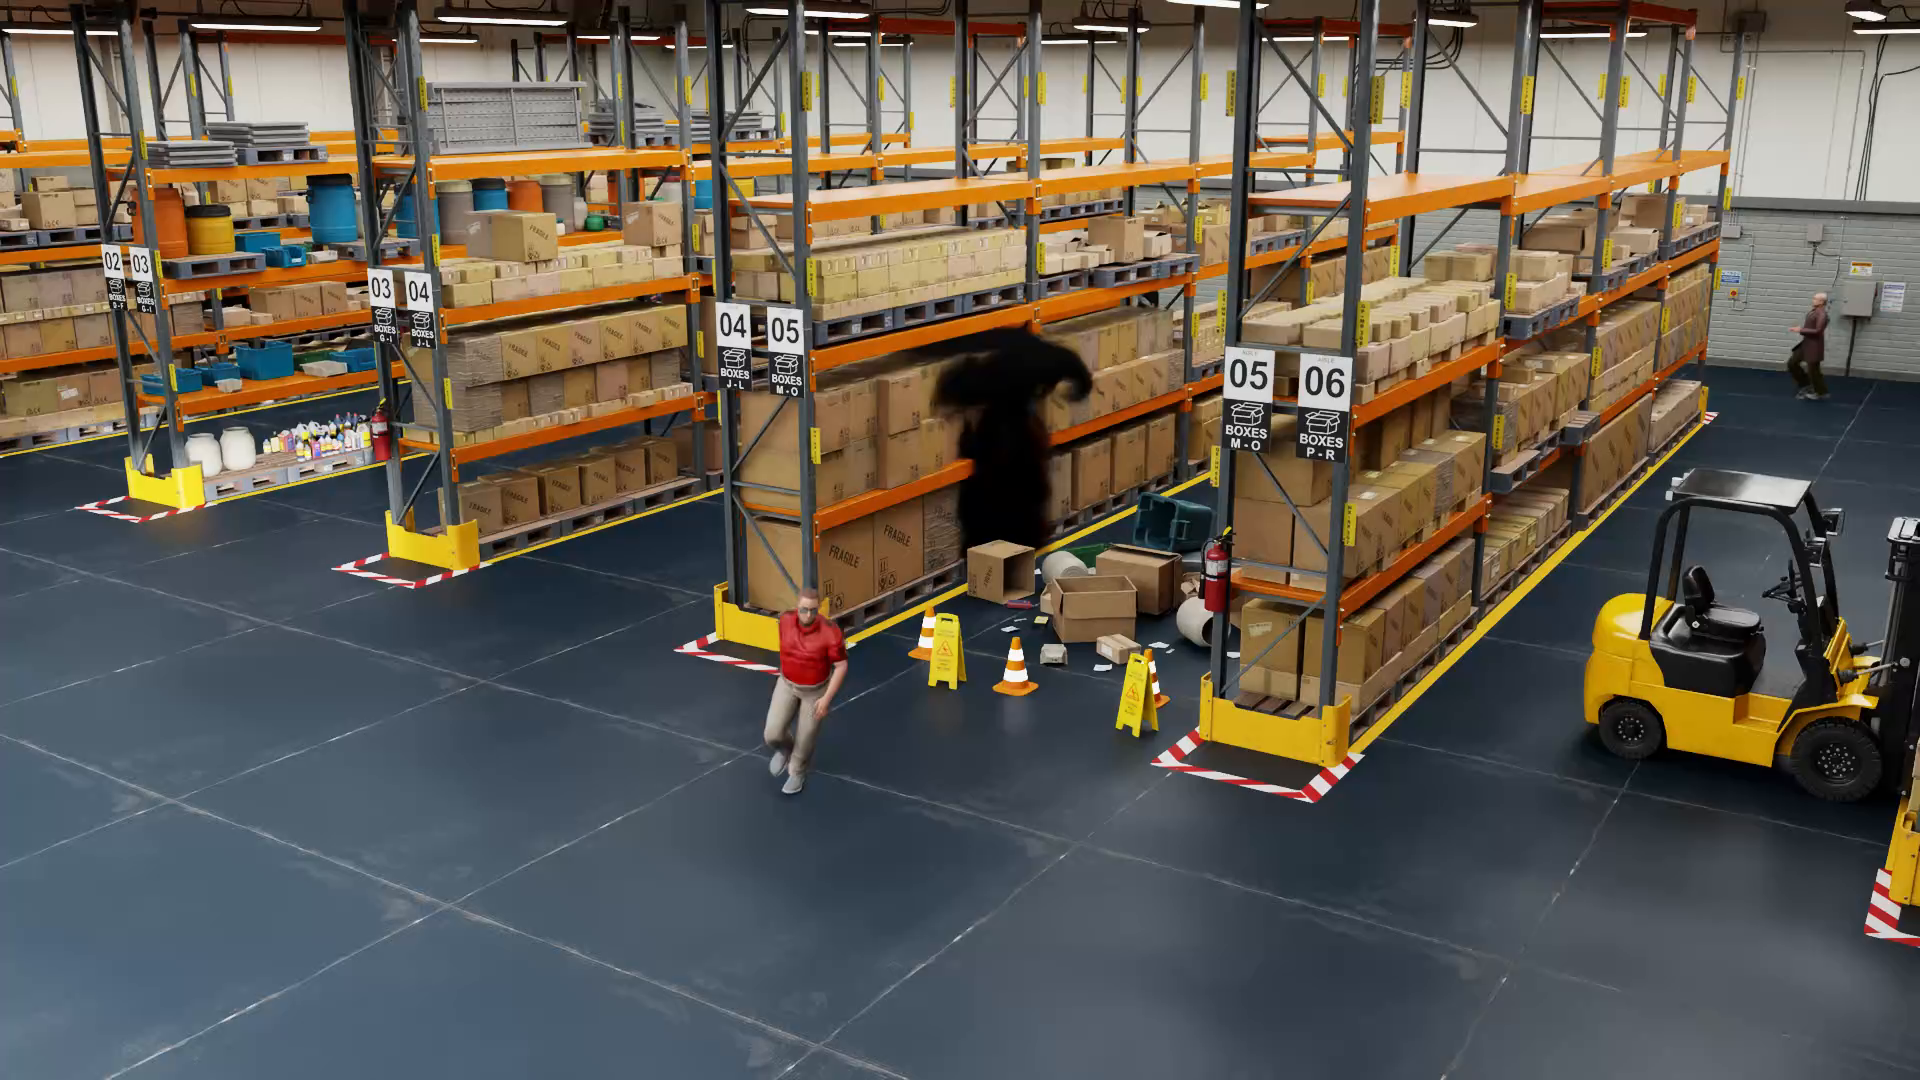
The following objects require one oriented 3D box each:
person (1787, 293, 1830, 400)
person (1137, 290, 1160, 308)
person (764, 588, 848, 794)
[{"bbox_3d":[13.963,-3.166,27.309,0.743,1.792,0.688,3,16,11],"label":"person"},{"bbox_3d":[3.646,-4.392,31.842,0.633,1.698,0.682,11,19,35],"label":"person"},{"bbox_3d":[-1.131,1.093,12.193,0.688,1.650,0.759,3,16,9],"label":"person"}]
